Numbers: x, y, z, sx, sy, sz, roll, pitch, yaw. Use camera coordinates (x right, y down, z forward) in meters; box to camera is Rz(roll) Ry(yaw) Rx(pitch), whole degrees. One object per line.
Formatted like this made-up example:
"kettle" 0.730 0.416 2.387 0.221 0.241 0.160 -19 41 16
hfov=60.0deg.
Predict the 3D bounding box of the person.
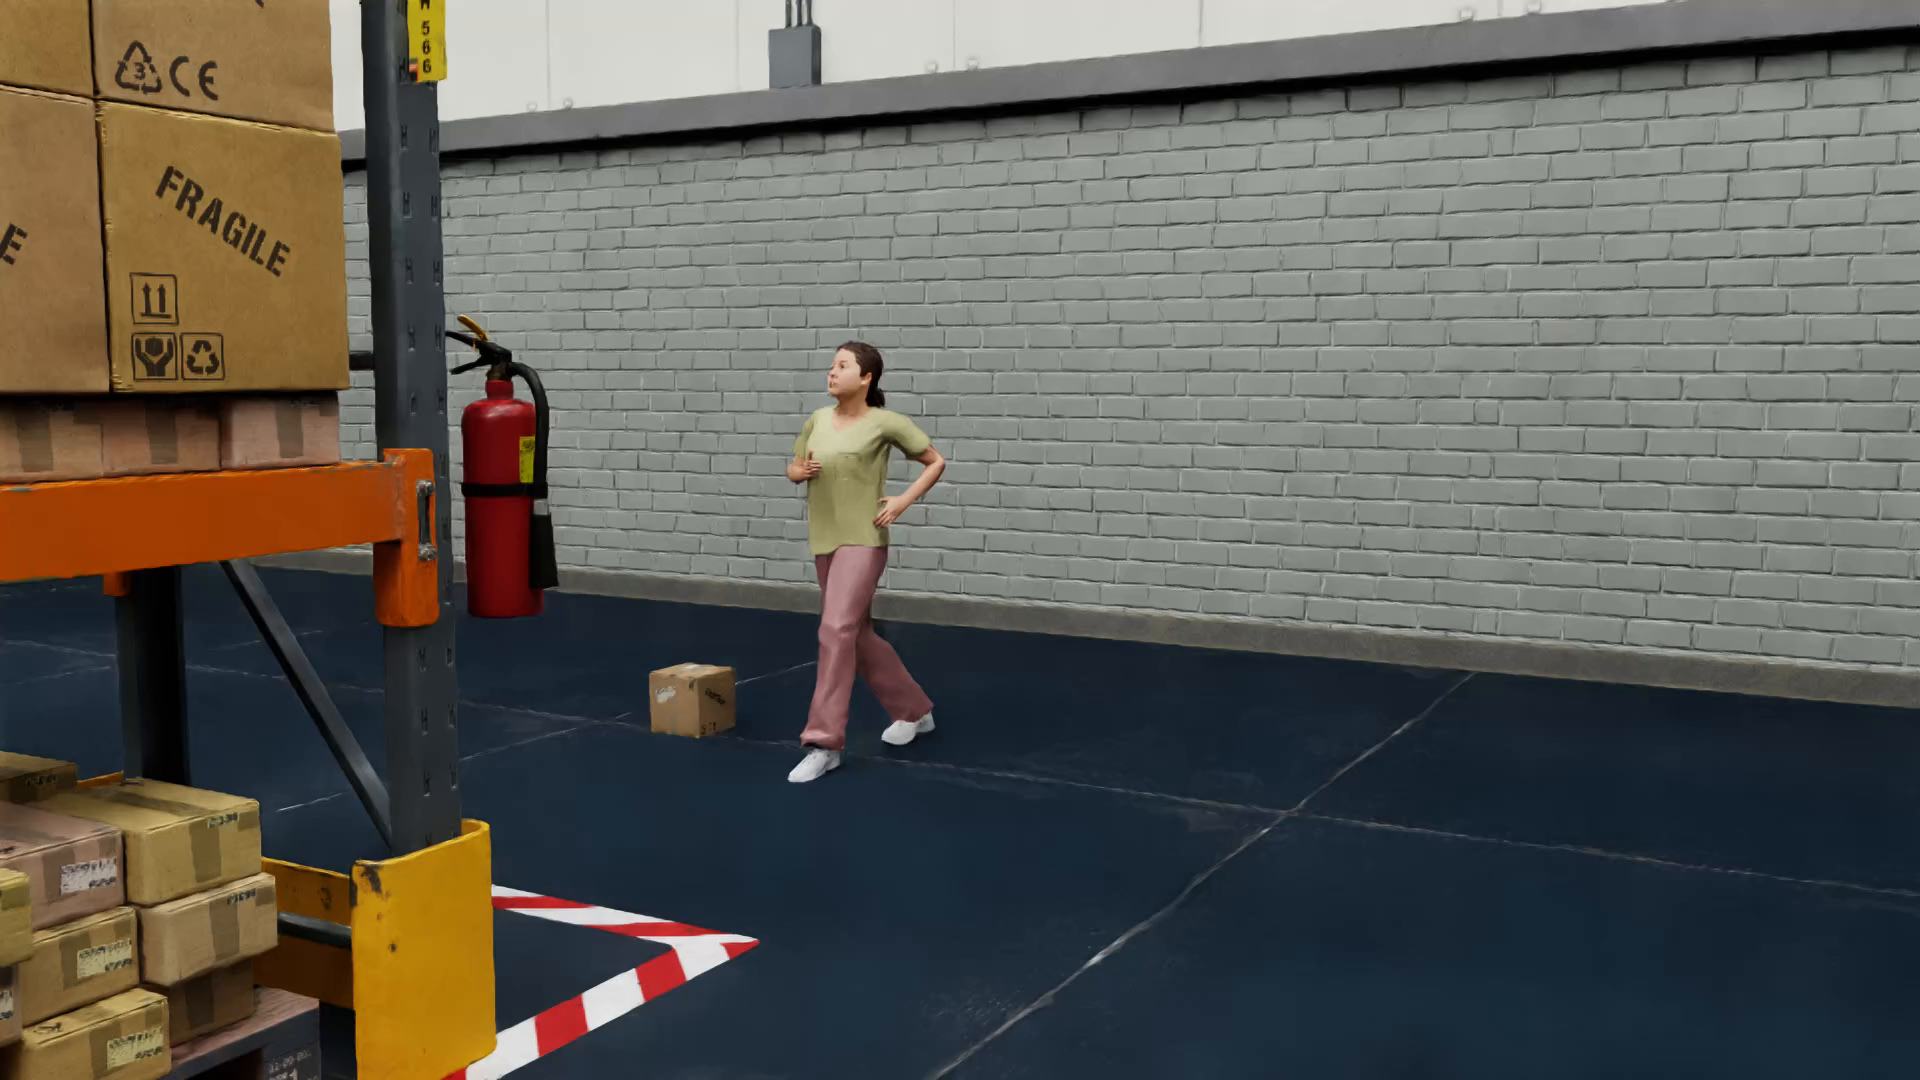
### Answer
"person" -0.503 0.048 6.440 0.589 1.592 0.928 5 8 41
